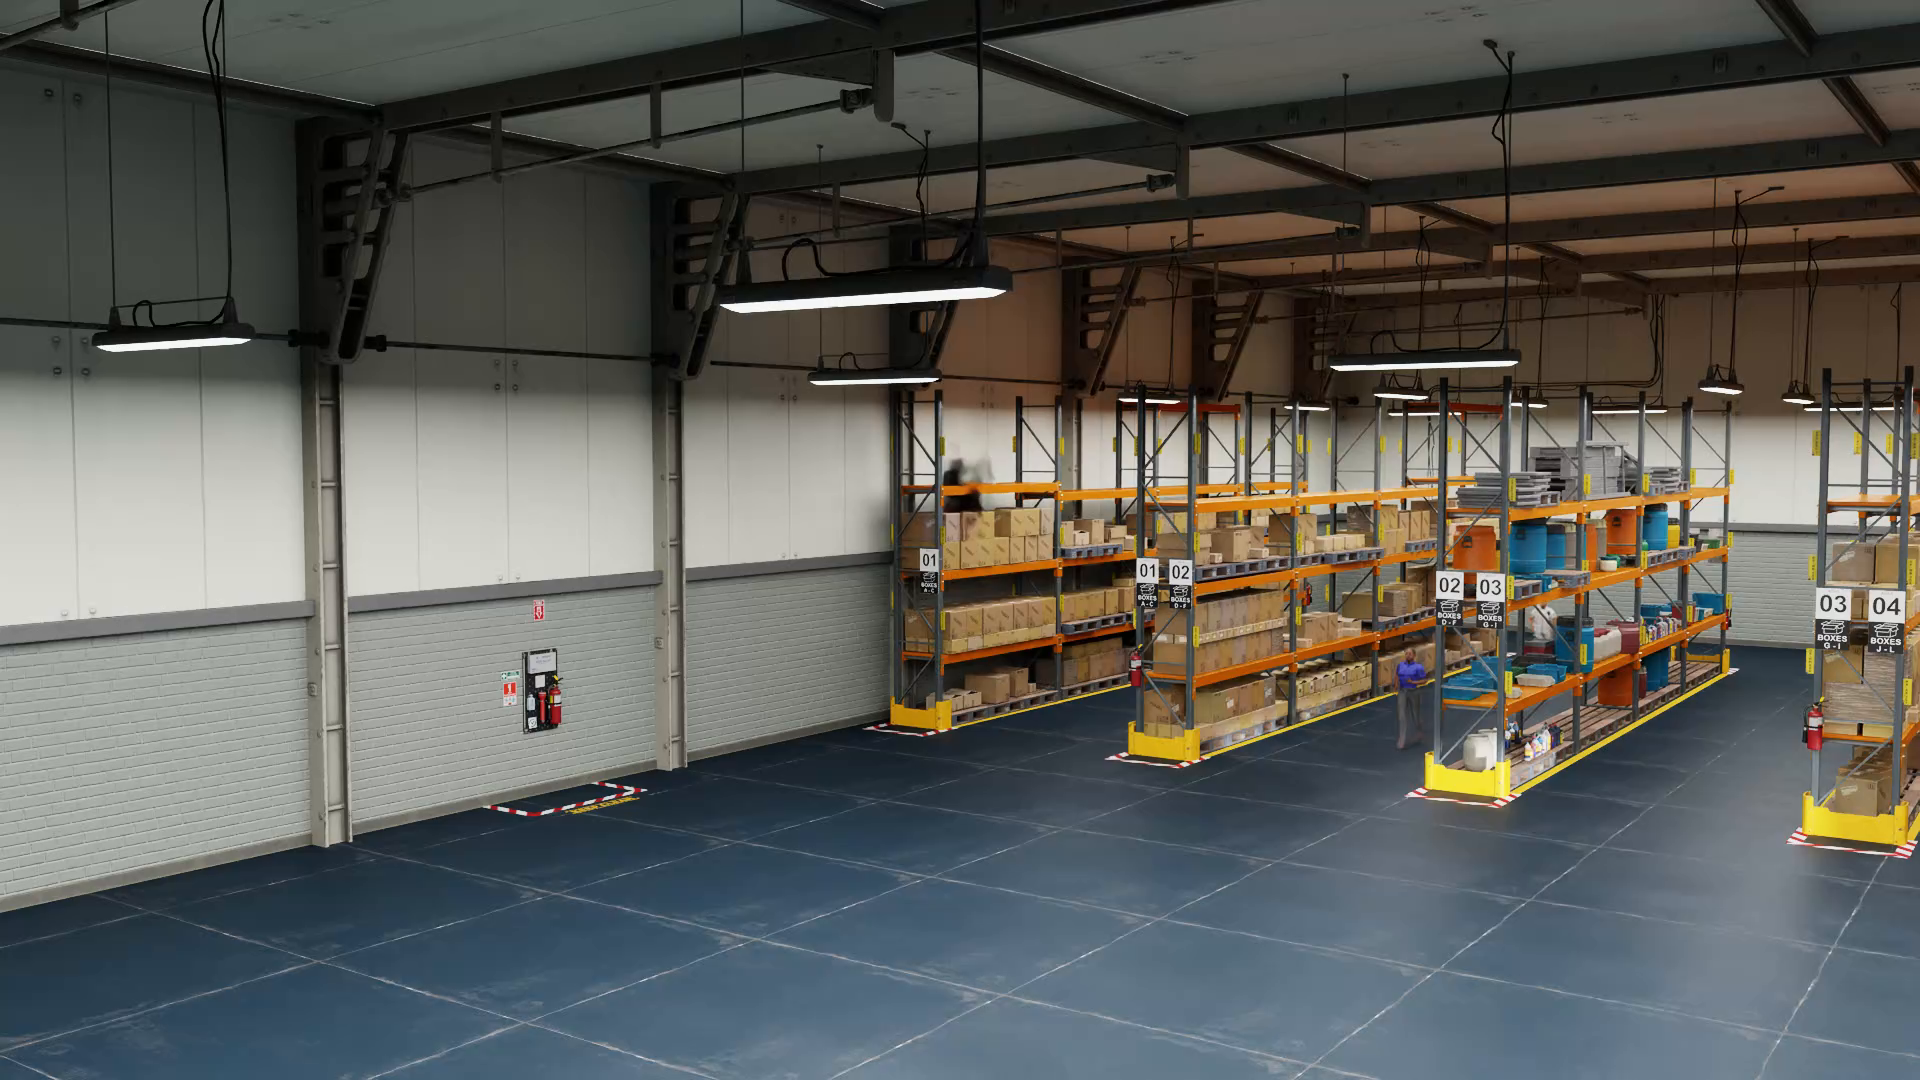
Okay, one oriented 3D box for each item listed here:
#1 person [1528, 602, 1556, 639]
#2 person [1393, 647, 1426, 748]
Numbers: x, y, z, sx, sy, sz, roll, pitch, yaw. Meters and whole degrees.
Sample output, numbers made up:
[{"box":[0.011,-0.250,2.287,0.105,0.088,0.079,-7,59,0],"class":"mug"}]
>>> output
[{"box":[13.113,2.084,37.476,0.624,1.633,0.552,1,3,23],"class":"person"},{"box":[7.477,2.605,27.678,0.579,1.624,0.941,2,4,29],"class":"person"}]
